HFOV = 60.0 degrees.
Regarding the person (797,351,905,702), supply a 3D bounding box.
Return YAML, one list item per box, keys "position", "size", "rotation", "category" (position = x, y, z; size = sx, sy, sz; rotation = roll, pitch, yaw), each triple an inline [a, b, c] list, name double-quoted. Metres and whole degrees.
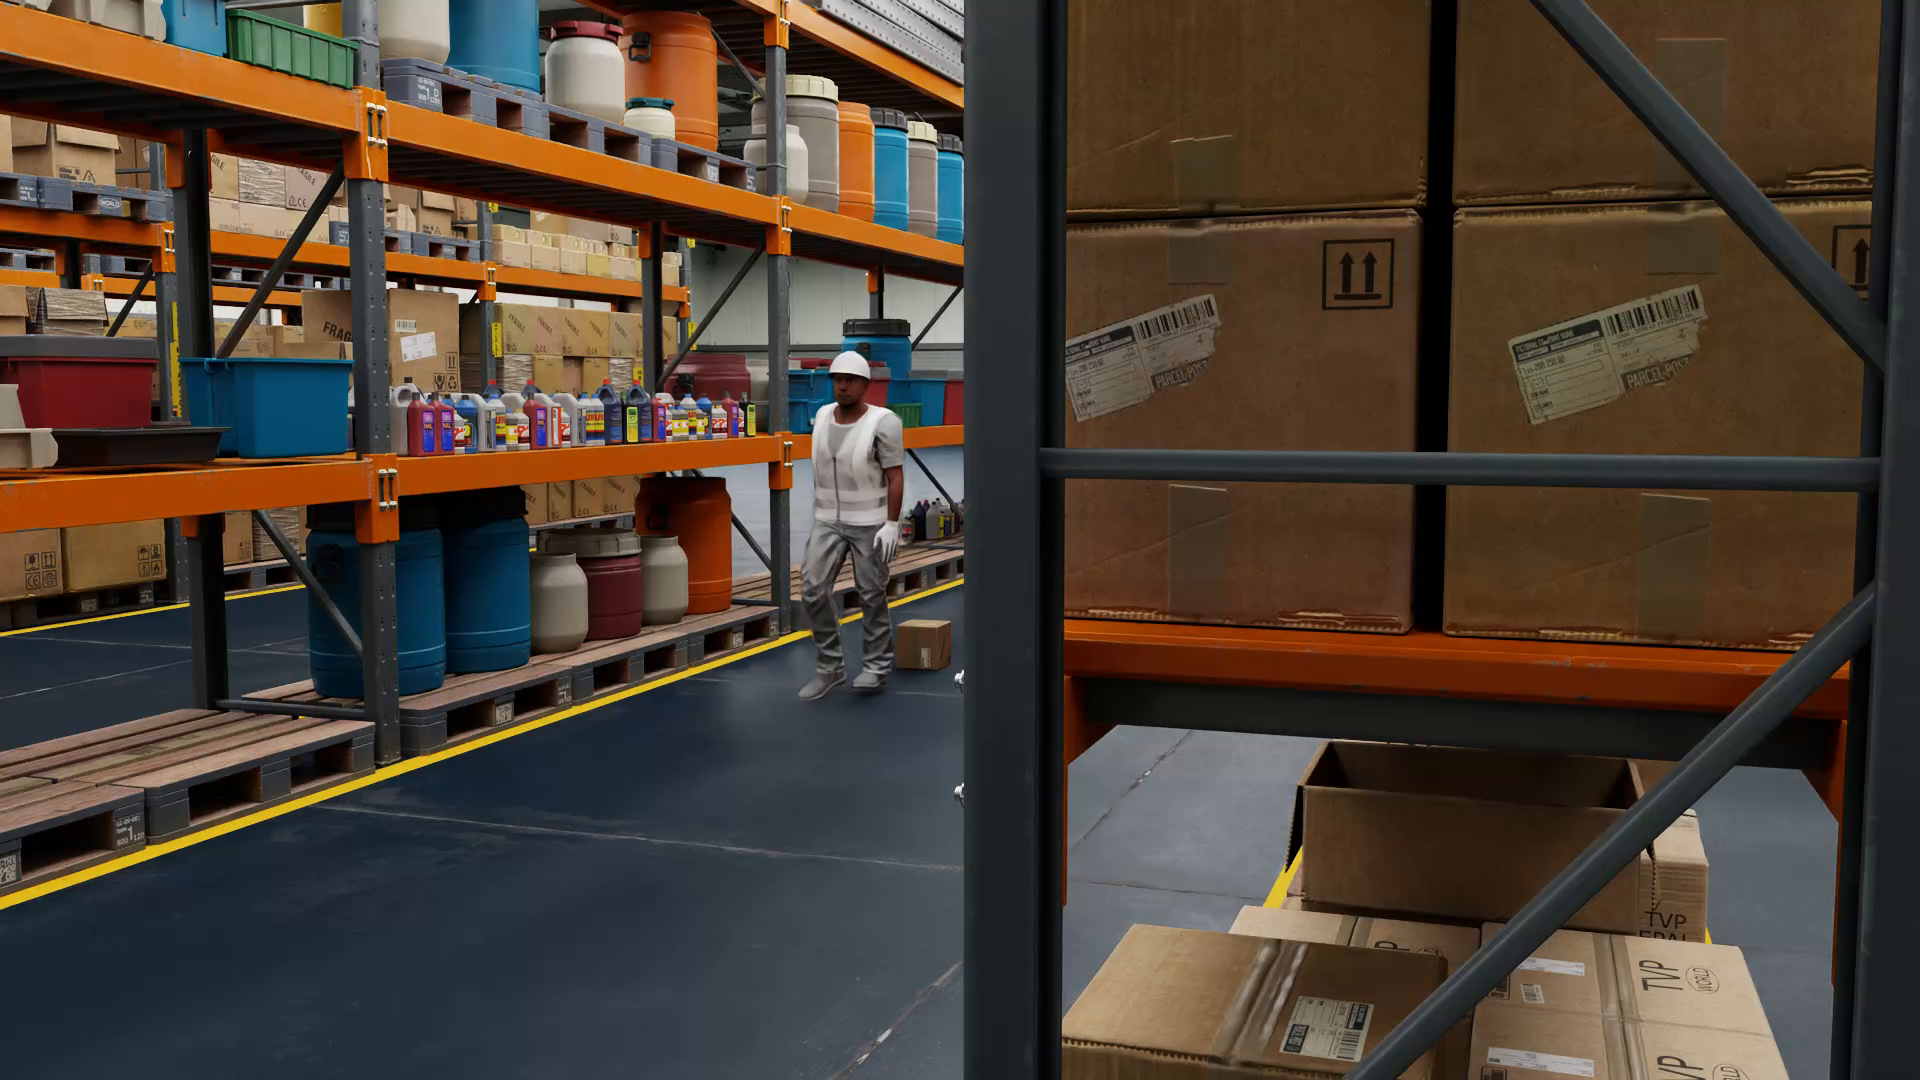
- position: [-0.533, -0.071, 8.590]
  size: [0.592, 1.794, 0.537]
  rotation: [2, 6, 23]
  category: "person"
